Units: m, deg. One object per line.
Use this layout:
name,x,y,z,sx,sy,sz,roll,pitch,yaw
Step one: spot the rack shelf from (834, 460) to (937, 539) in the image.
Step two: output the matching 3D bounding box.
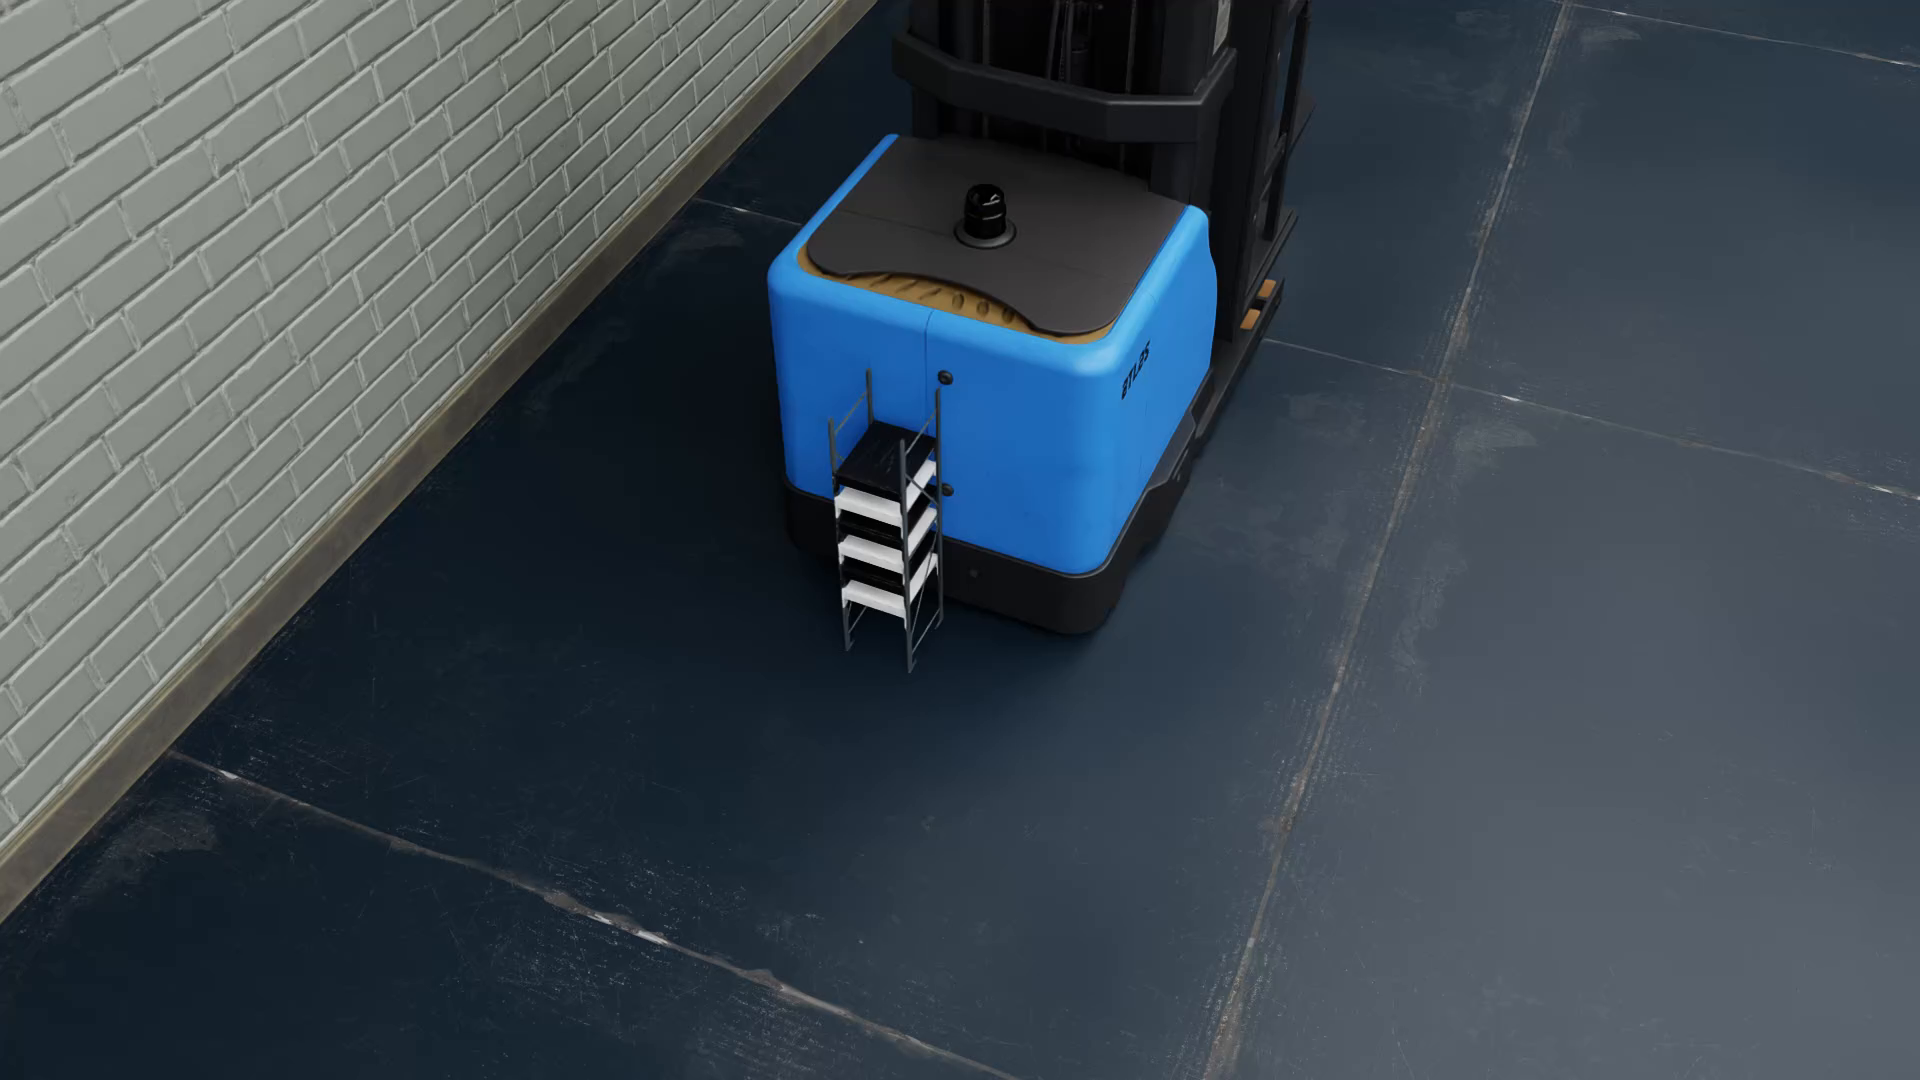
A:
rack shelf,-0.196,-0.138,4.542,0.200,0.077,0.258,17,48,17

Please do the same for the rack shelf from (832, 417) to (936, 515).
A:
rack shelf,-0.196,-0.202,4.479,0.200,0.077,0.258,17,48,17

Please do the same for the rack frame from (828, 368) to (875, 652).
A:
rack frame,-0.288,-0.064,4.676,0.006,0.900,0.240,17,48,17

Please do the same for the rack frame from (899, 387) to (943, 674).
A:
rack frame,-0.102,-0.005,4.617,0.006,0.900,0.240,17,48,17

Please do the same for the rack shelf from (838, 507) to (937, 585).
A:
rack shelf,-0.195,-0.011,4.670,0.200,0.077,0.258,17,48,17

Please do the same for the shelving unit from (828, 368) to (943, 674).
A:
shelving unit,-0.195,-0.035,4.646,0.210,0.900,0.258,17,48,17

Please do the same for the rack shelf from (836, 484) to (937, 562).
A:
rack shelf,-0.195,-0.075,4.606,0.200,0.077,0.258,17,48,17

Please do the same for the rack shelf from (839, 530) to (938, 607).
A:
rack shelf,-0.195,0.052,4.733,0.200,0.077,0.258,17,48,17

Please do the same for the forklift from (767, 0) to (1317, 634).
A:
forklift,0.523,-1.813,4.994,1.130,2.935,3.031,17,47,17

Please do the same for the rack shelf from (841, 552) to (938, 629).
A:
rack shelf,-0.195,0.116,4.797,0.200,0.077,0.258,17,48,17
